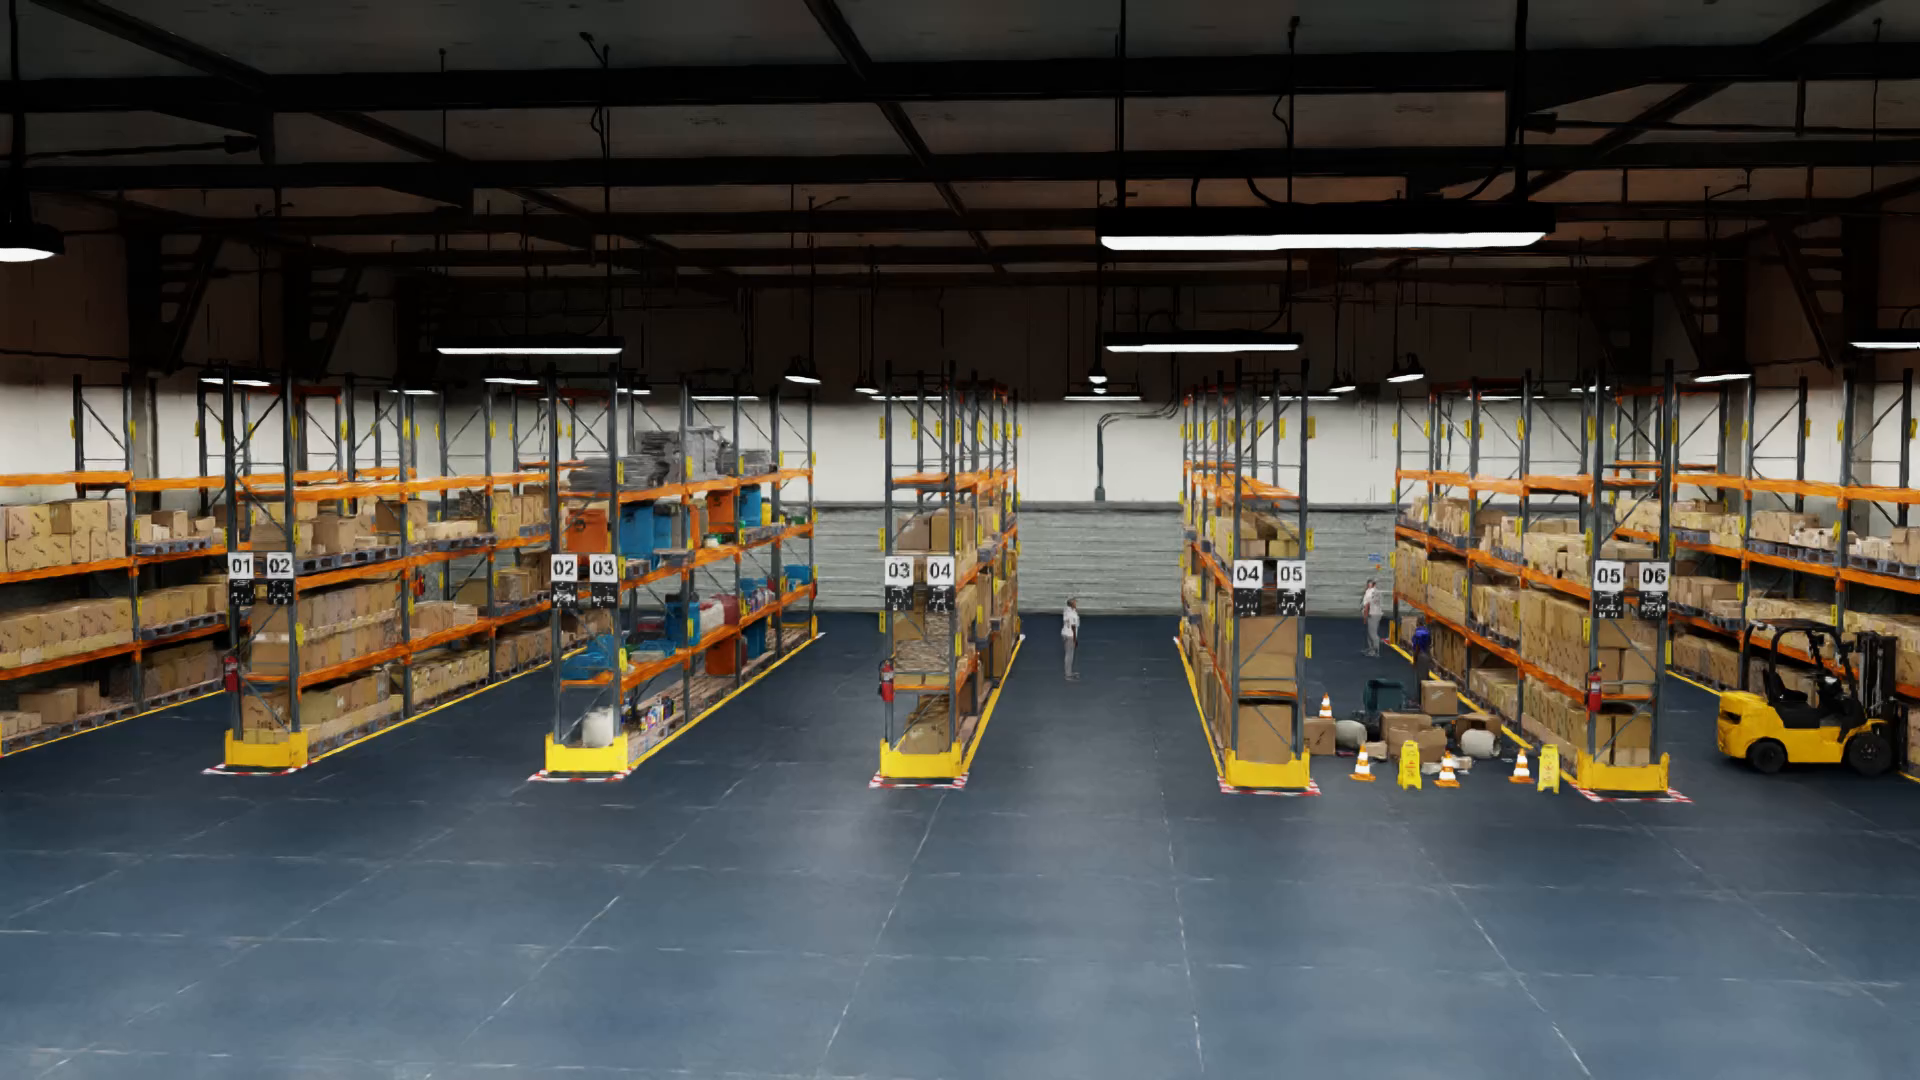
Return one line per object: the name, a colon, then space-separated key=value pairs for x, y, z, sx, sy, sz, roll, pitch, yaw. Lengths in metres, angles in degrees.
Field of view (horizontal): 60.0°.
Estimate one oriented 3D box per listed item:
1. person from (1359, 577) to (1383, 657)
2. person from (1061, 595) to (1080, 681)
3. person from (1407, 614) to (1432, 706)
person: x=9.092 y=1.696 z=36.868 sx=0.586 sy=1.736 sz=0.653 roll=3 pitch=5 yaw=34
person: x=2.252 y=1.957 z=33.377 sx=0.440 sy=1.683 sz=0.550 roll=-1 pitch=4 yaw=-18
person: x=8.368 y=2.173 z=30.254 sx=0.558 sy=1.650 sz=0.572 roll=2 pitch=4 yaw=29
